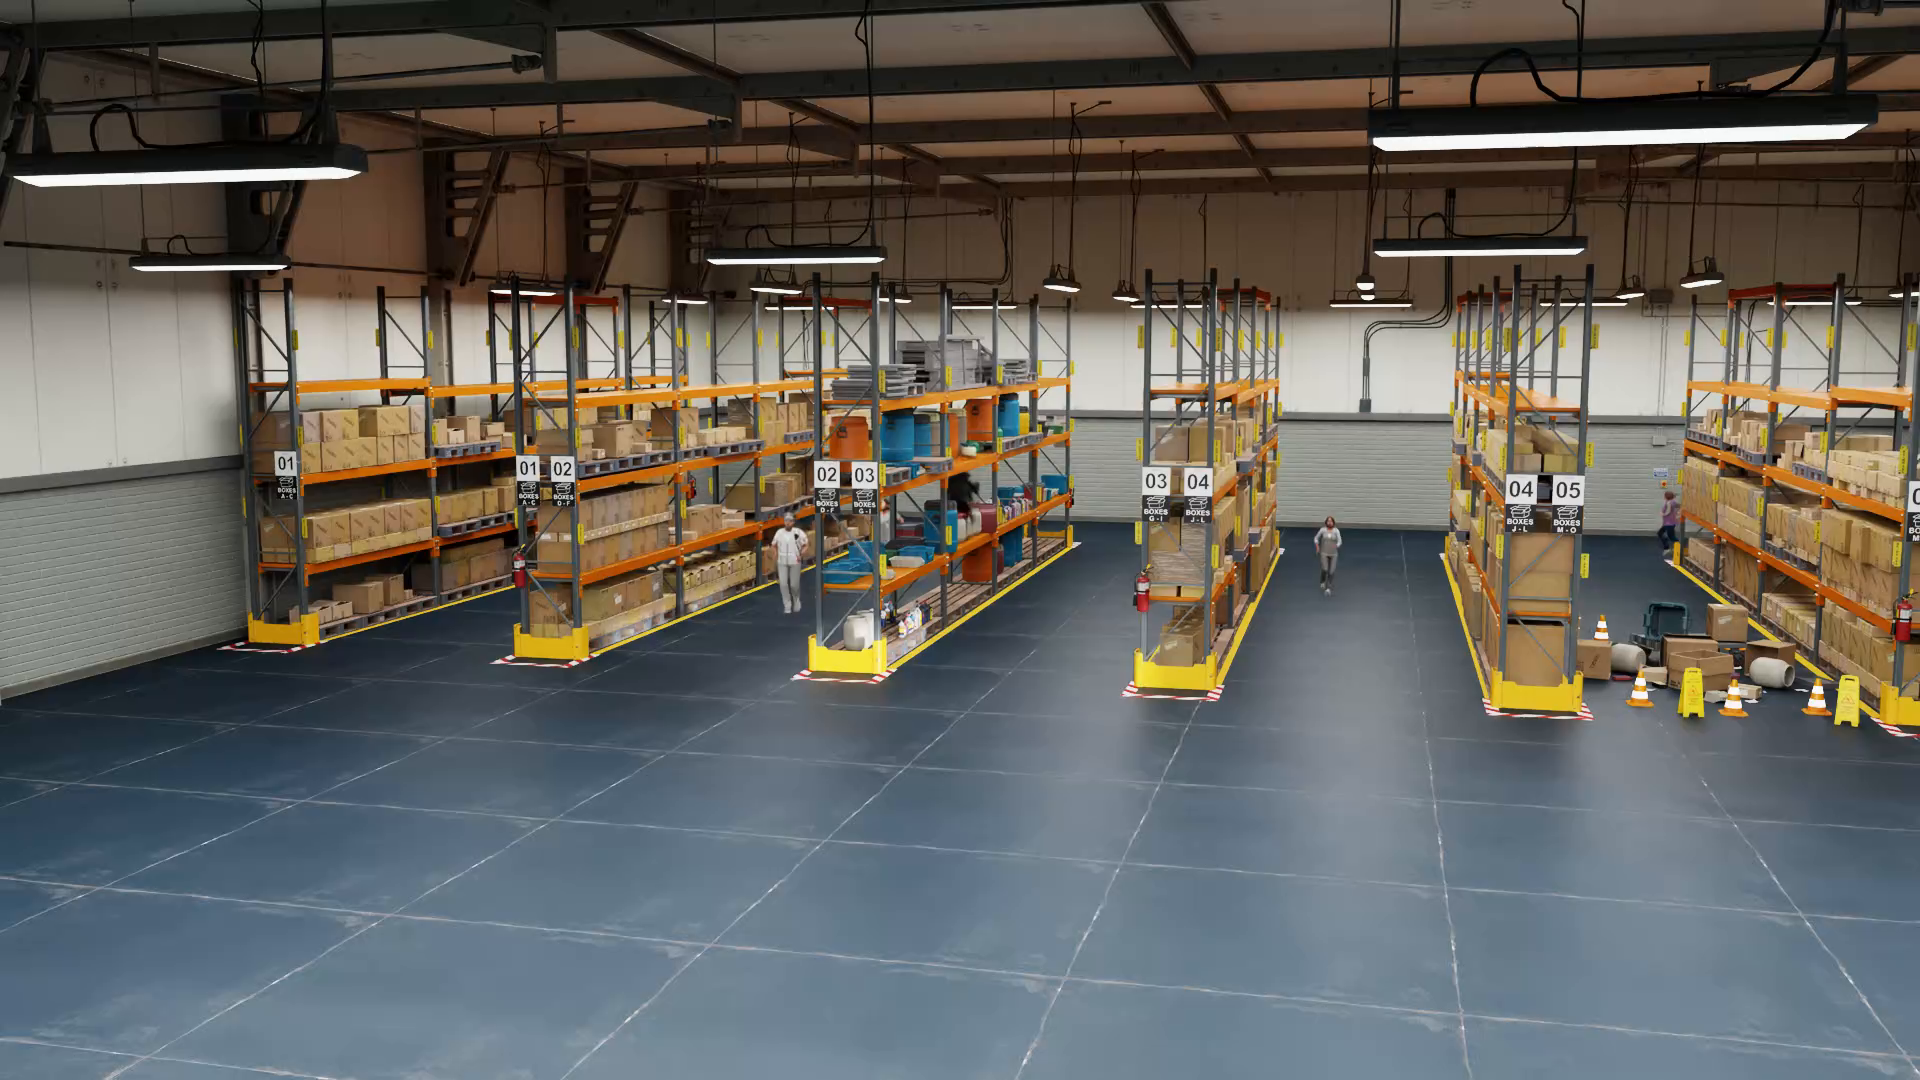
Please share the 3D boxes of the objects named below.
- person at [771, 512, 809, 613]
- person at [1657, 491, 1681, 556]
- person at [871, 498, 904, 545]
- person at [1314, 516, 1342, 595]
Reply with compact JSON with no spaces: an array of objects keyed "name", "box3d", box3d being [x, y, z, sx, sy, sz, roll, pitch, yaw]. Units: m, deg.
[{"name":"person","box3d":[-2.969,0.398,28.896,0.661,1.771,0.579,0,7,4]},{"name":"person","box3d":[16.450,-0.352,38.432,0.632,1.546,0.634,4,8,28]},{"name":"person","box3d":[-1.438,0.011,32.498,0.585,1.632,0.731,2,7,18]},{"name":"person","box3d":[7.231,0.310,32.660,0.518,1.564,0.576,1,7,6]}]
